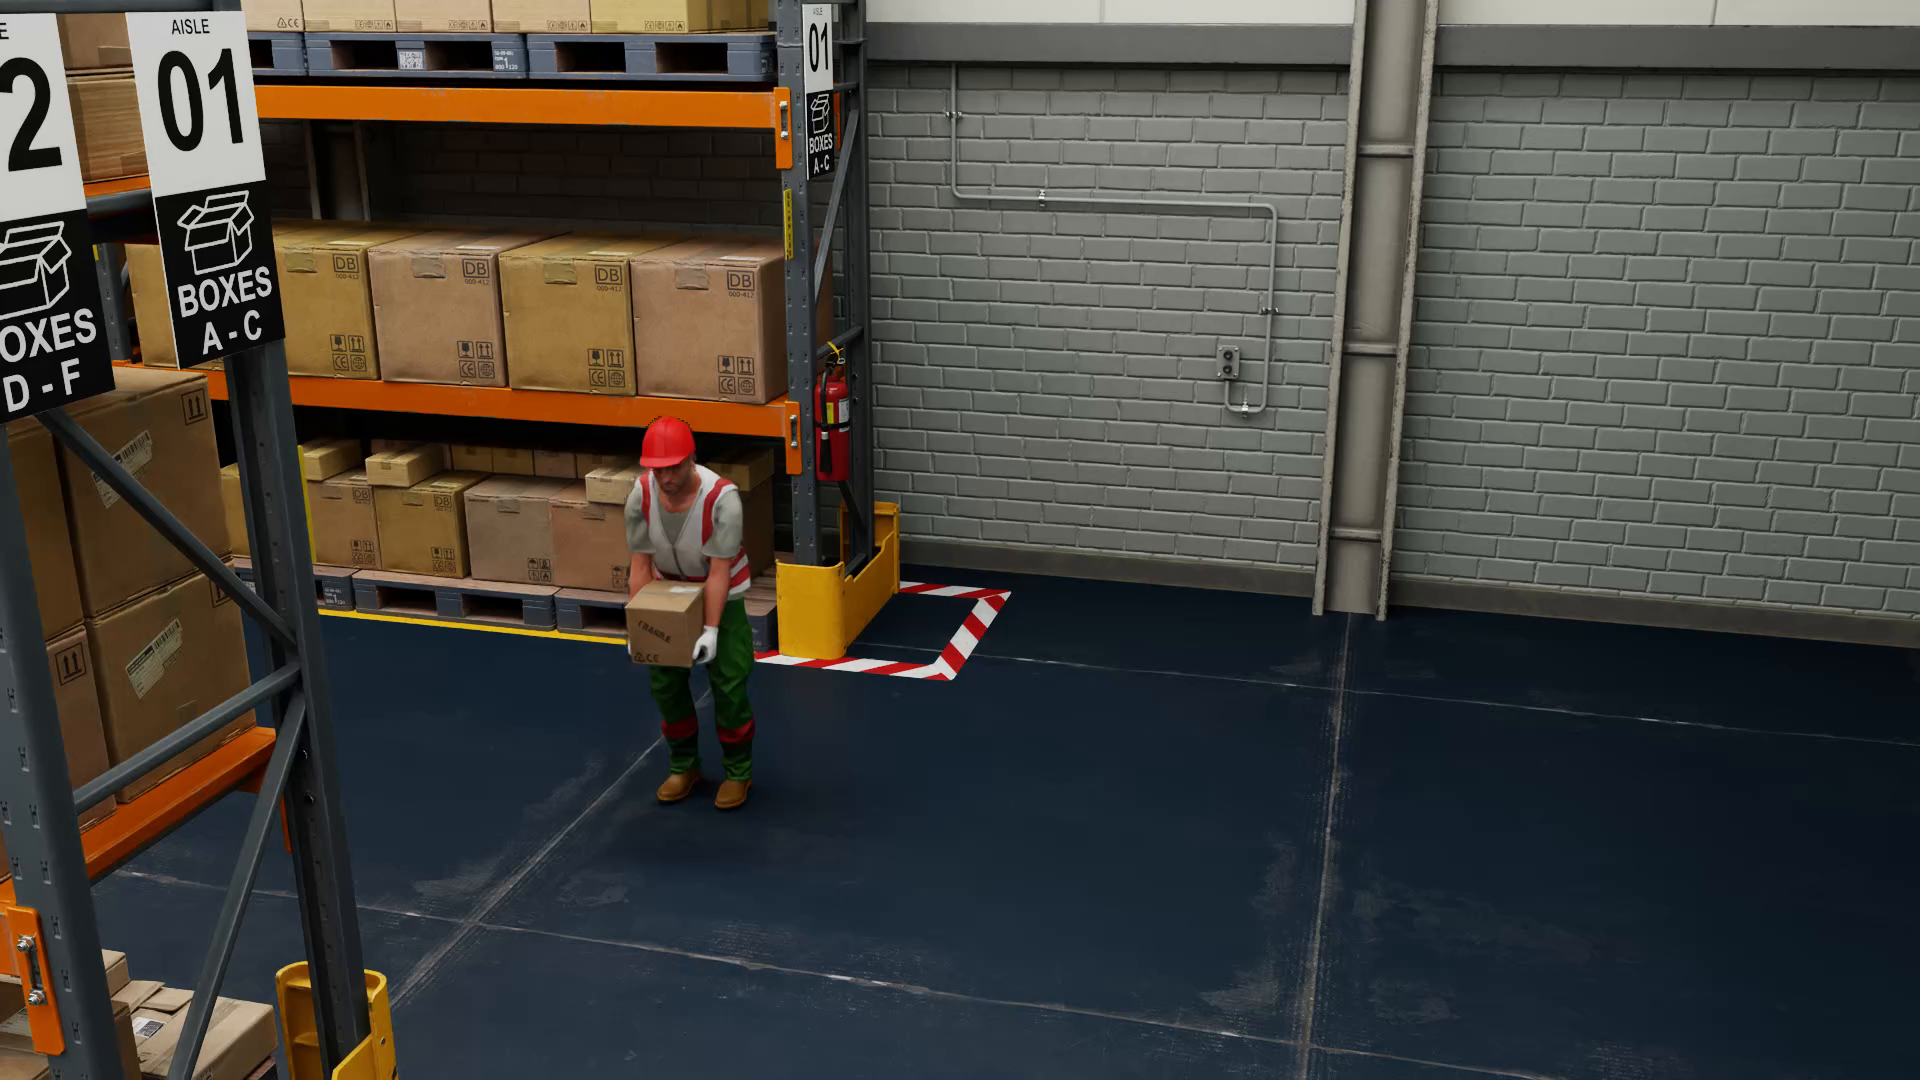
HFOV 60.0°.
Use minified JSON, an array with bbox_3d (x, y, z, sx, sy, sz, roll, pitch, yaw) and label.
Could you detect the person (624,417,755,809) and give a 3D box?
[{"bbox_3d":[-1.089,0.299,6.739,0.491,1.702,0.637,4,19,12],"label":"person"}]
